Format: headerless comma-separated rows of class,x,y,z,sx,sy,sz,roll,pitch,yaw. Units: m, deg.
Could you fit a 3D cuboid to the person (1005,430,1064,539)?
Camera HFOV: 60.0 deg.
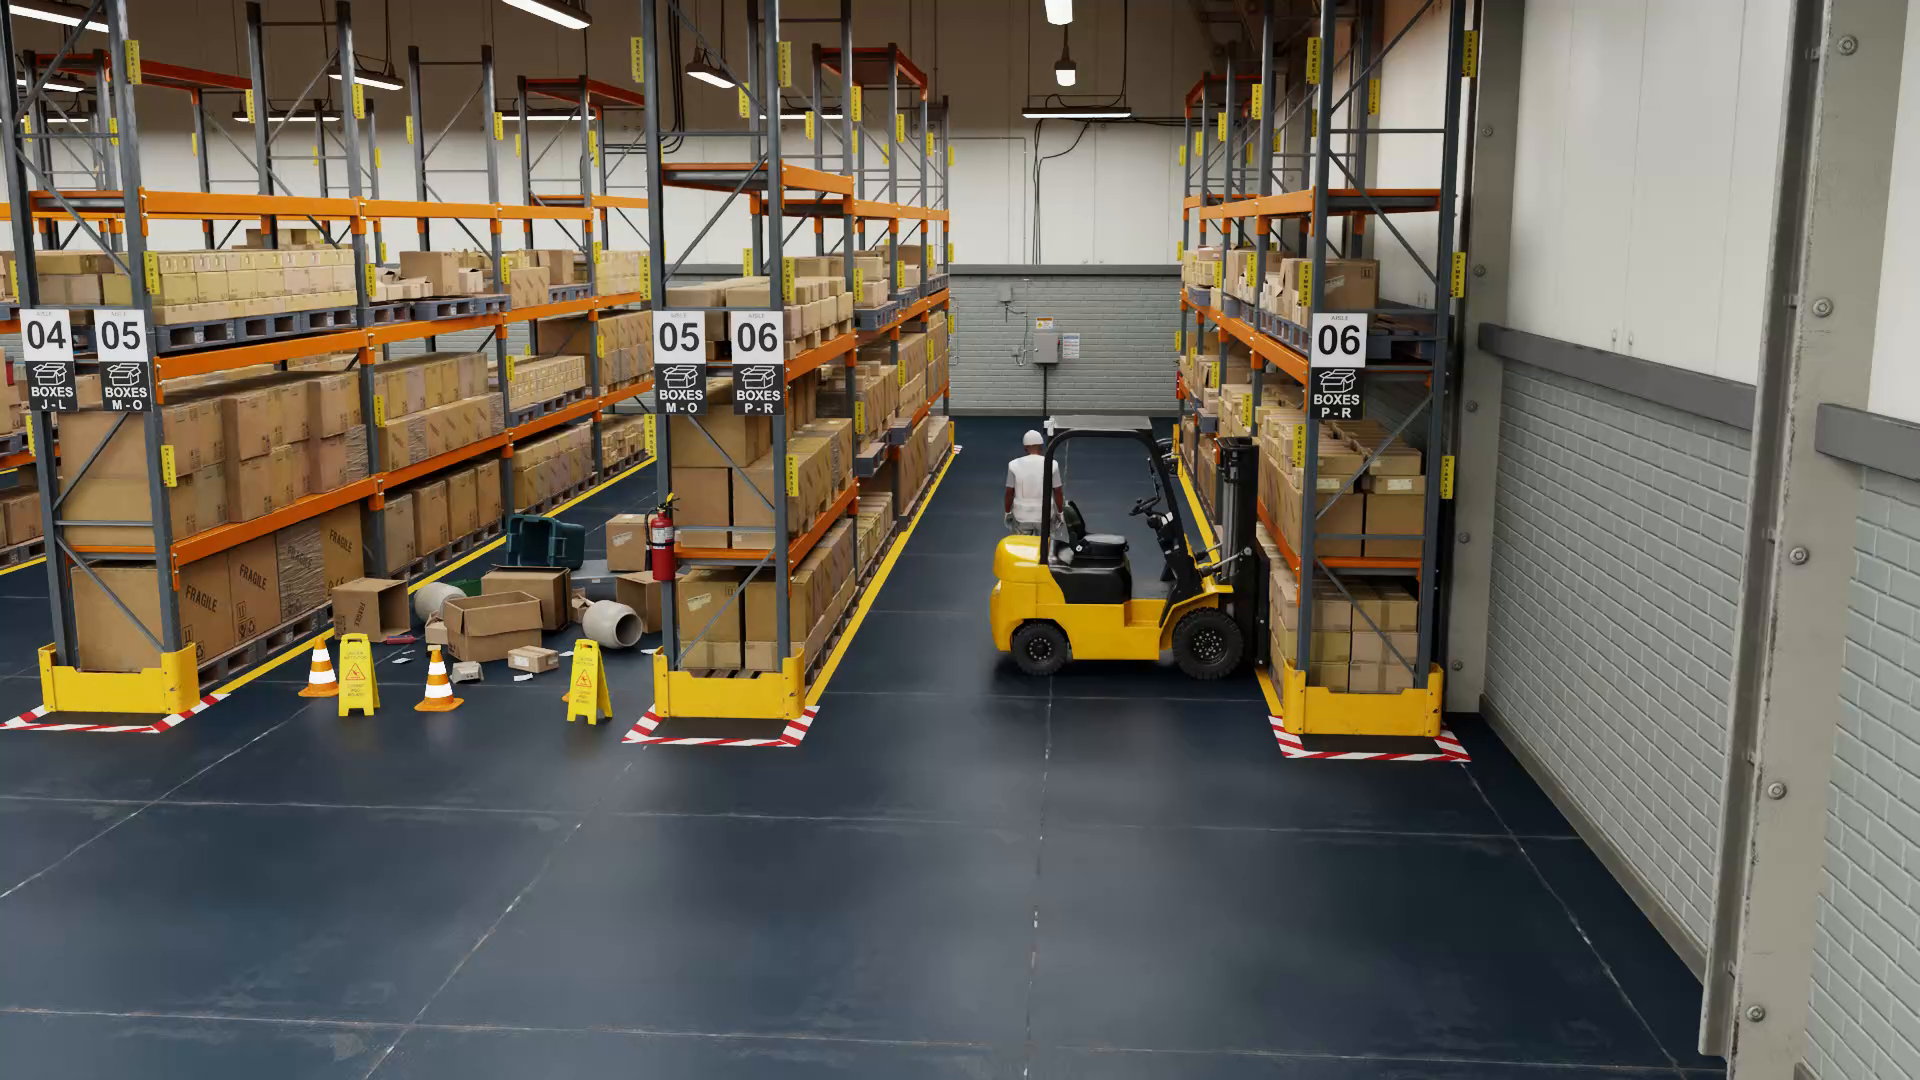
person,0.768,-0.243,17.188,0.617,1.775,0.447,1,11,4
